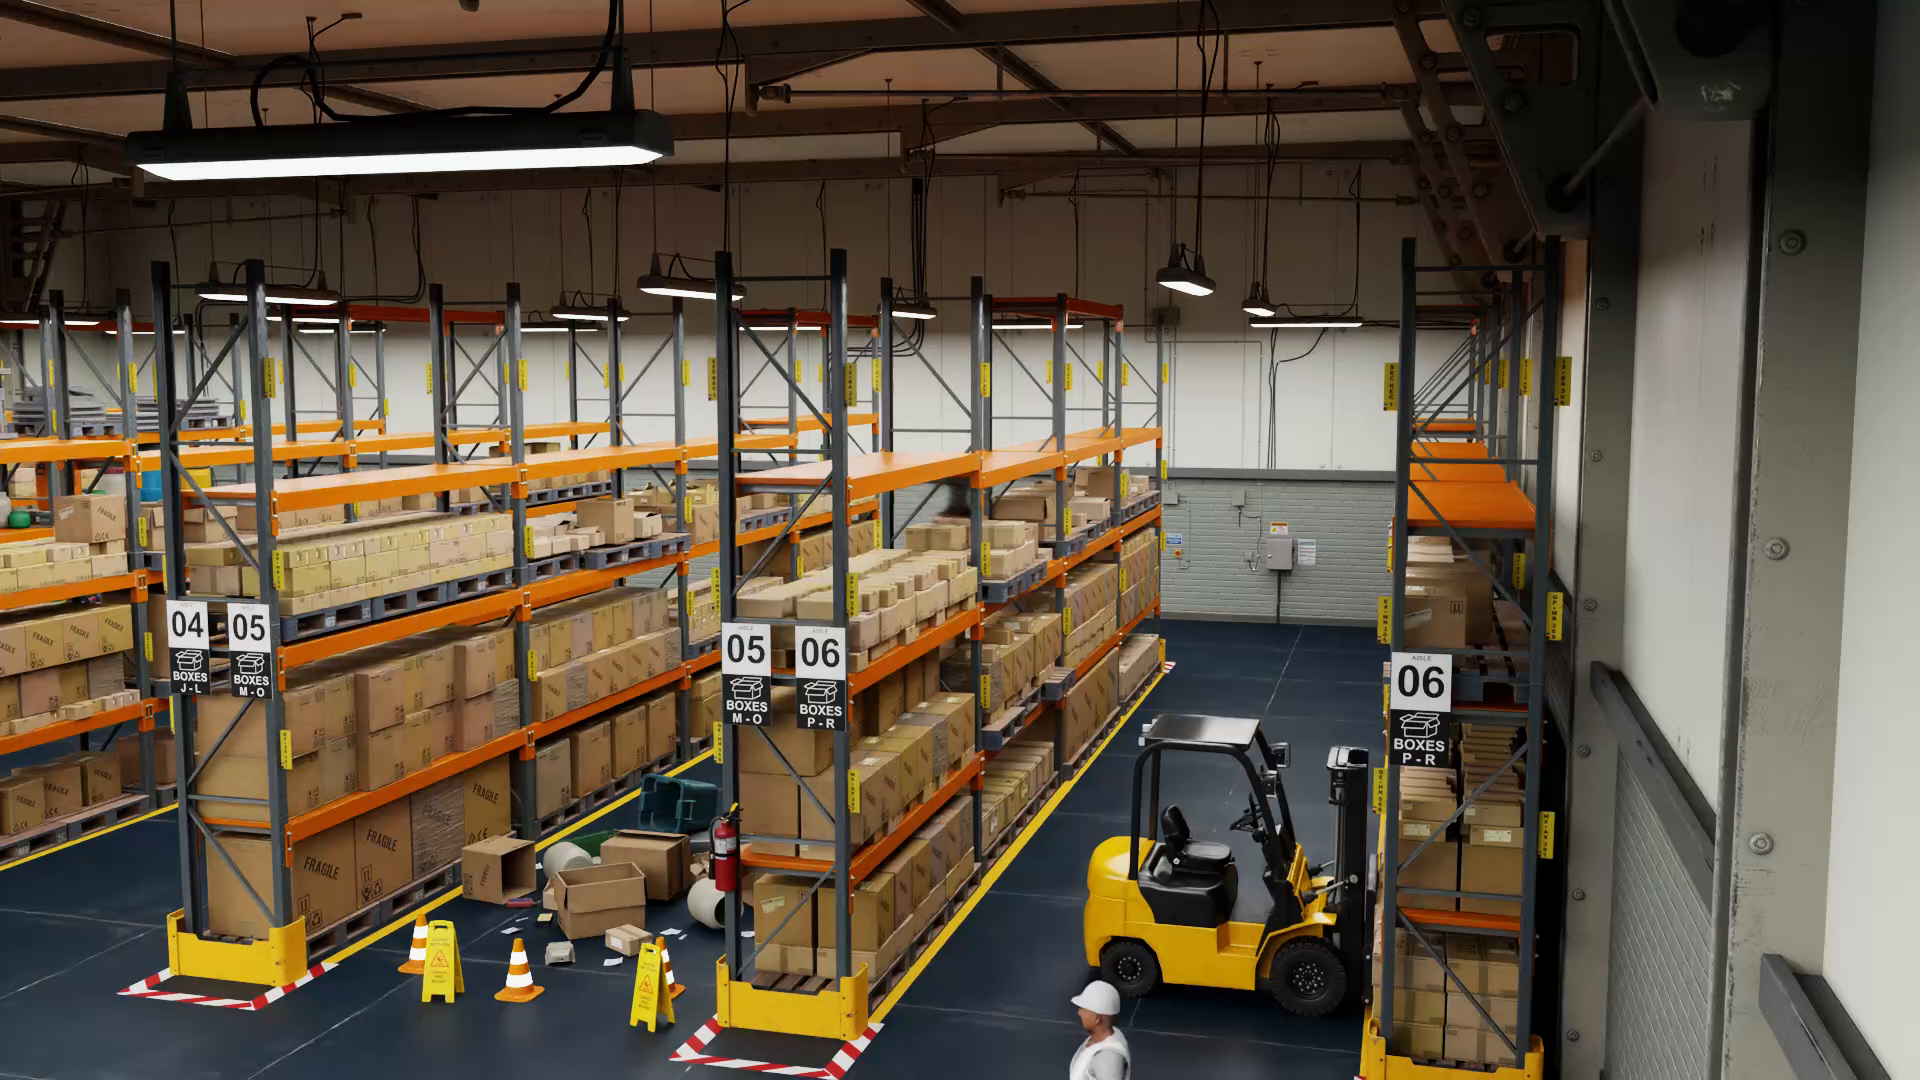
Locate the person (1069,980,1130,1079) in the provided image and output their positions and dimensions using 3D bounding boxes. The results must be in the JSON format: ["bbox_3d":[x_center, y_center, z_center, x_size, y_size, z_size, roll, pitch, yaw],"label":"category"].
[{"bbox_3d":[0.729,3.324,9.102,0.393,1.812,0.634,0,6,4],"label":"person"}]
